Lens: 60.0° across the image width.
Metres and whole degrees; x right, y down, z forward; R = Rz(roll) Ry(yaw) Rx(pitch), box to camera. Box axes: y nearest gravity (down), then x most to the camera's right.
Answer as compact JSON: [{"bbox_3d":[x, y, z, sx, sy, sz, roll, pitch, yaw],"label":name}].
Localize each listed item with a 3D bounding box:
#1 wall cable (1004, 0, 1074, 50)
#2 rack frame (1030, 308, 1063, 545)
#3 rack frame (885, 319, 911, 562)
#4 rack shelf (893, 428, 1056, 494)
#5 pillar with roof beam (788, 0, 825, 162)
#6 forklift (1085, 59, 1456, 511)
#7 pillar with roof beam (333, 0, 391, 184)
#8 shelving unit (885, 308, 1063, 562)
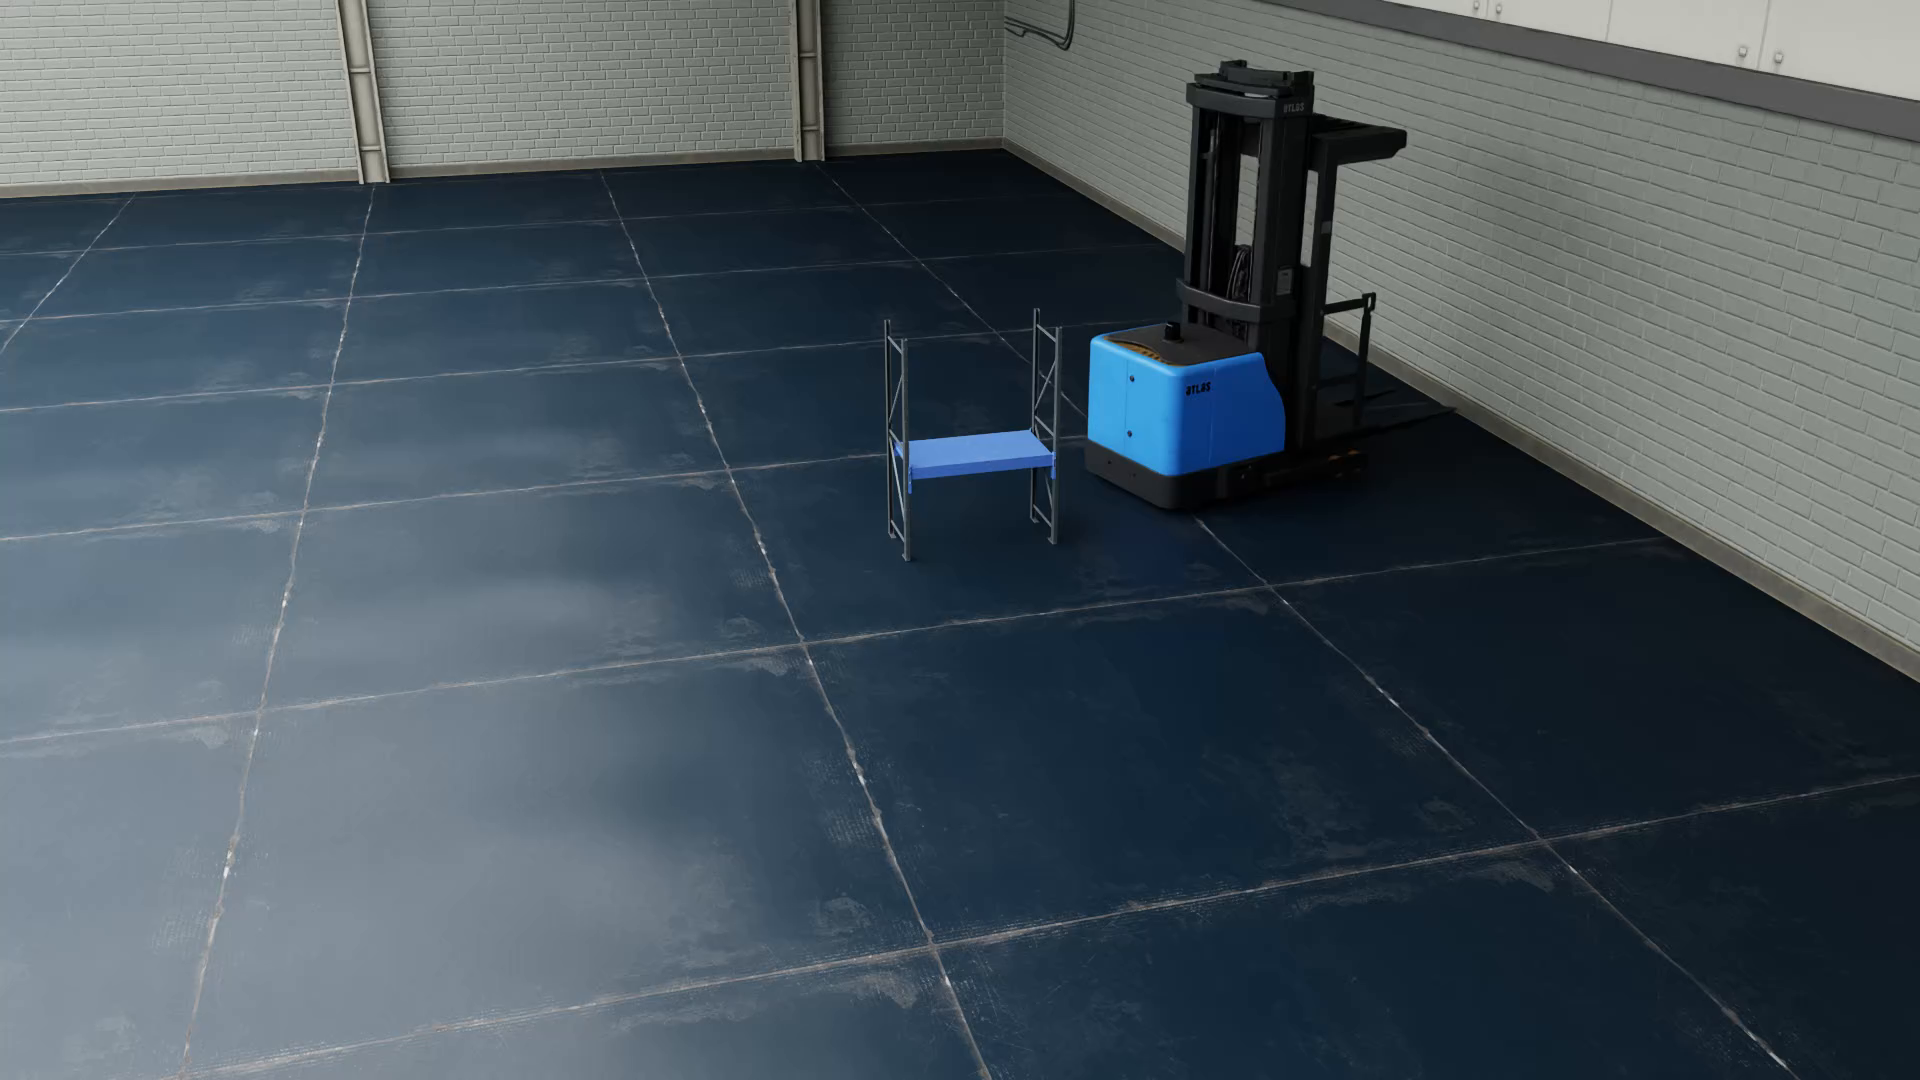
[{"bbox_3d":[1.014,-8.043,22.521,0.112,2.526,3.097,-6,24,-14],"label":"wall cable"},{"bbox_3d":[0.572,-0.752,11.102,0.032,1.500,0.500,-6,24,-14],"label":"rack frame"},{"bbox_3d":[-0.407,-0.644,10.849,0.032,1.500,0.500,-6,24,-14],"label":"rack frame"},{"bbox_3d":[0.082,-0.533,11.046,1.000,0.185,0.538,-6,24,-14],"label":"rack shelf"},{"bbox_3d":[-1.017,-8.024,18.538,0.400,9.000,9.100,-6,24,-14],"label":"pillar with roof beam"},{"bbox_3d":[2.446,-1.971,12.128,3.031,2.935,1.130,-14,27,-29],"label":"forklift"},{"bbox_3d":[-6.794,-7.385,17.049,0.400,9.000,9.100,-6,24,-14],"label":"pillar with roof beam"},{"bbox_3d":[0.082,-0.698,10.975,1.048,1.500,0.538,-6,24,-14],"label":"shelving unit"}]
